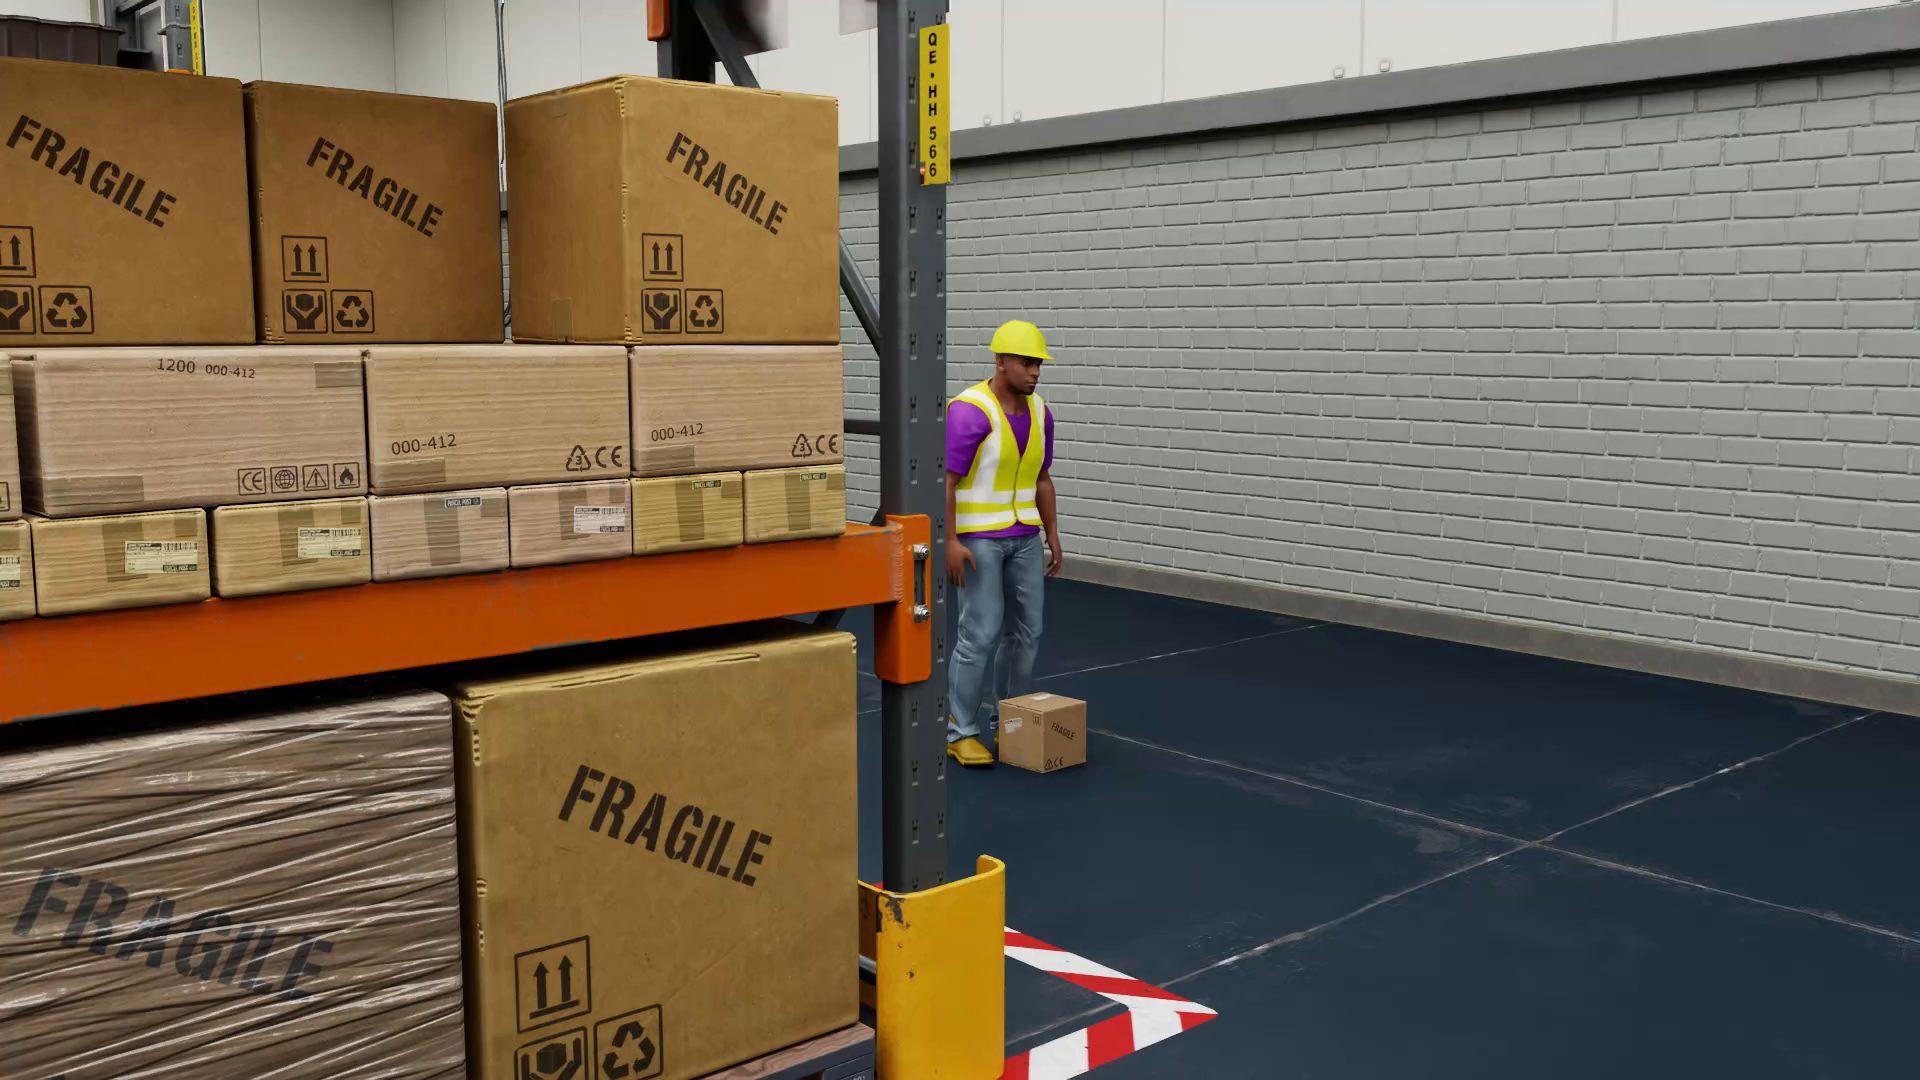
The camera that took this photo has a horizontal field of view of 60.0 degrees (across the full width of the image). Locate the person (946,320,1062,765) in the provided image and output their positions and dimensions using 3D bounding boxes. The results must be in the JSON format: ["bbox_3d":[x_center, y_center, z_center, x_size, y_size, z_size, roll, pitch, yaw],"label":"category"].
[{"bbox_3d":[0.174,-0.001,6.715,0.629,1.761,0.462,-7,10,-41],"label":"person"}]
